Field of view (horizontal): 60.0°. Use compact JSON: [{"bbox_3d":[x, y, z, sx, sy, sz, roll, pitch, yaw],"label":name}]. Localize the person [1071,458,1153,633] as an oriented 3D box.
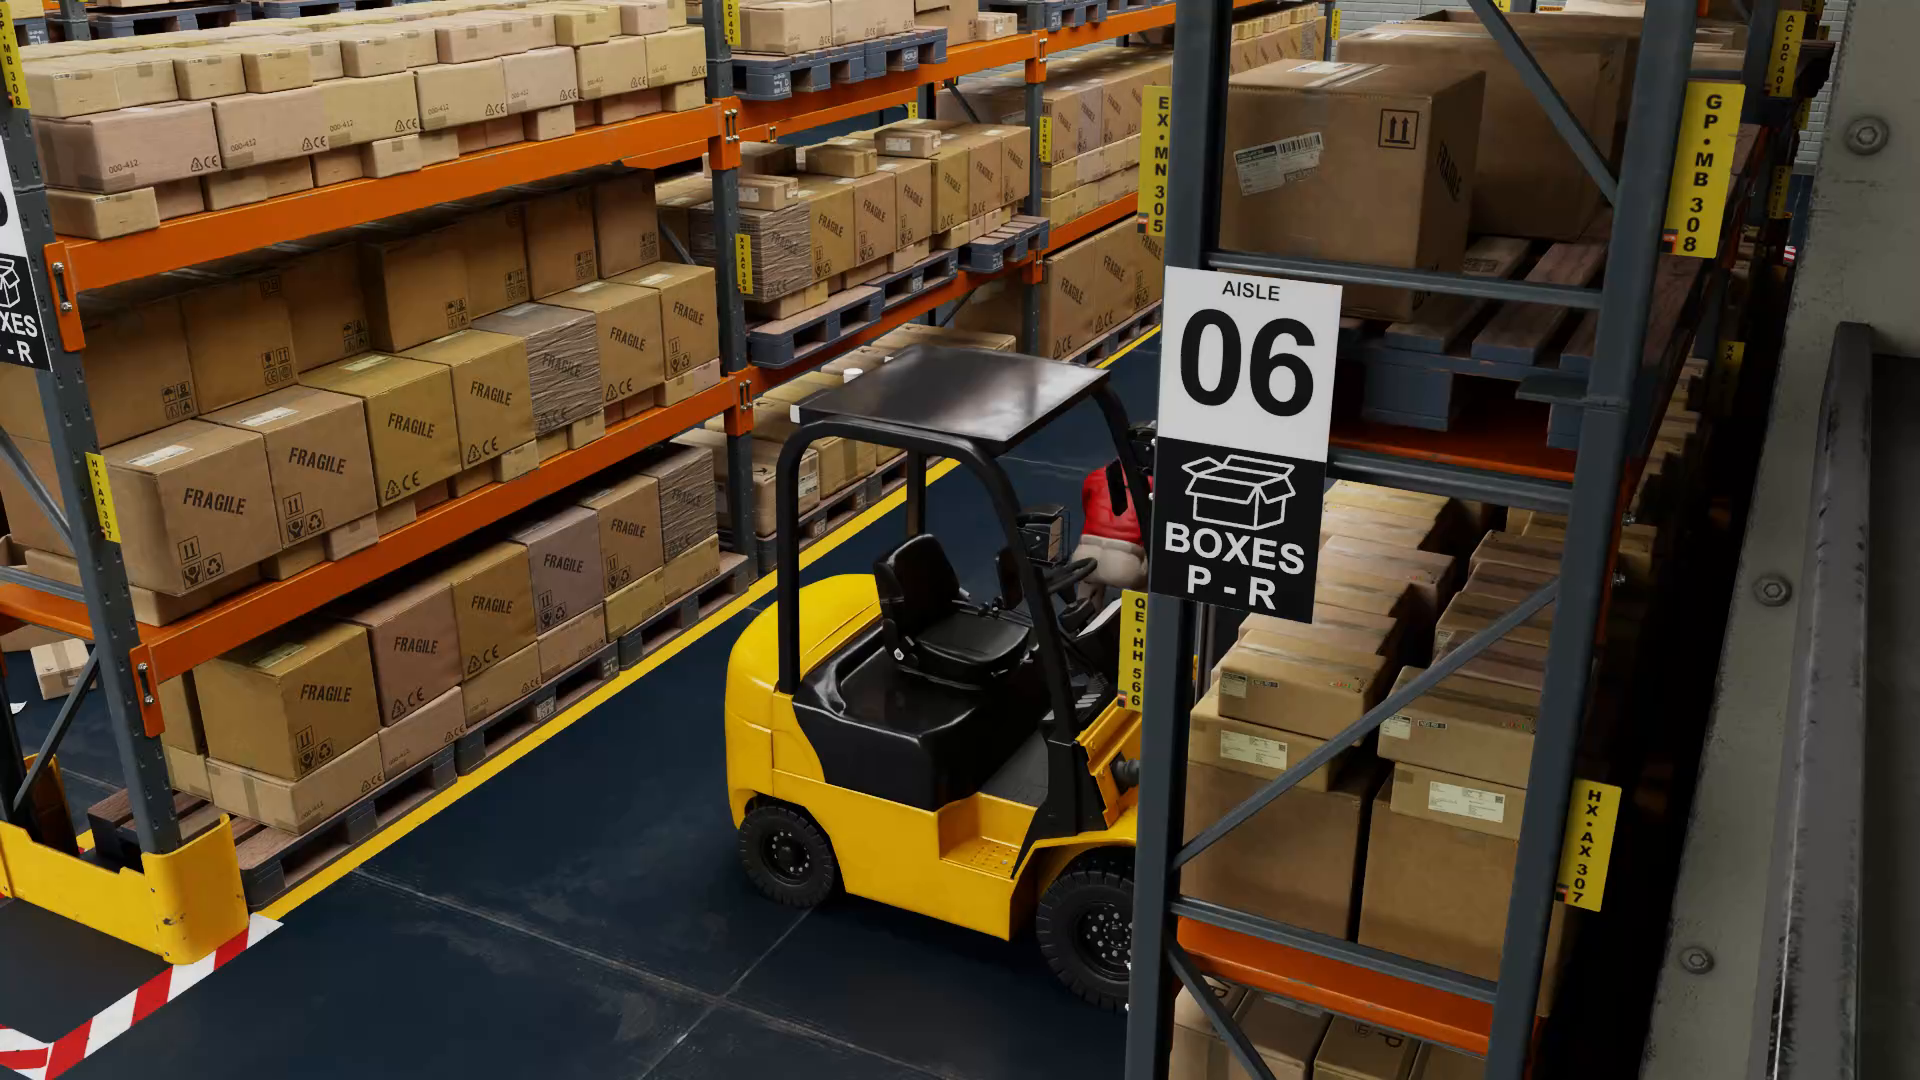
[{"bbox_3d":[0.902,0.002,9.260,0.555,0.983,0.883,11,25,25],"label":"person"}]
